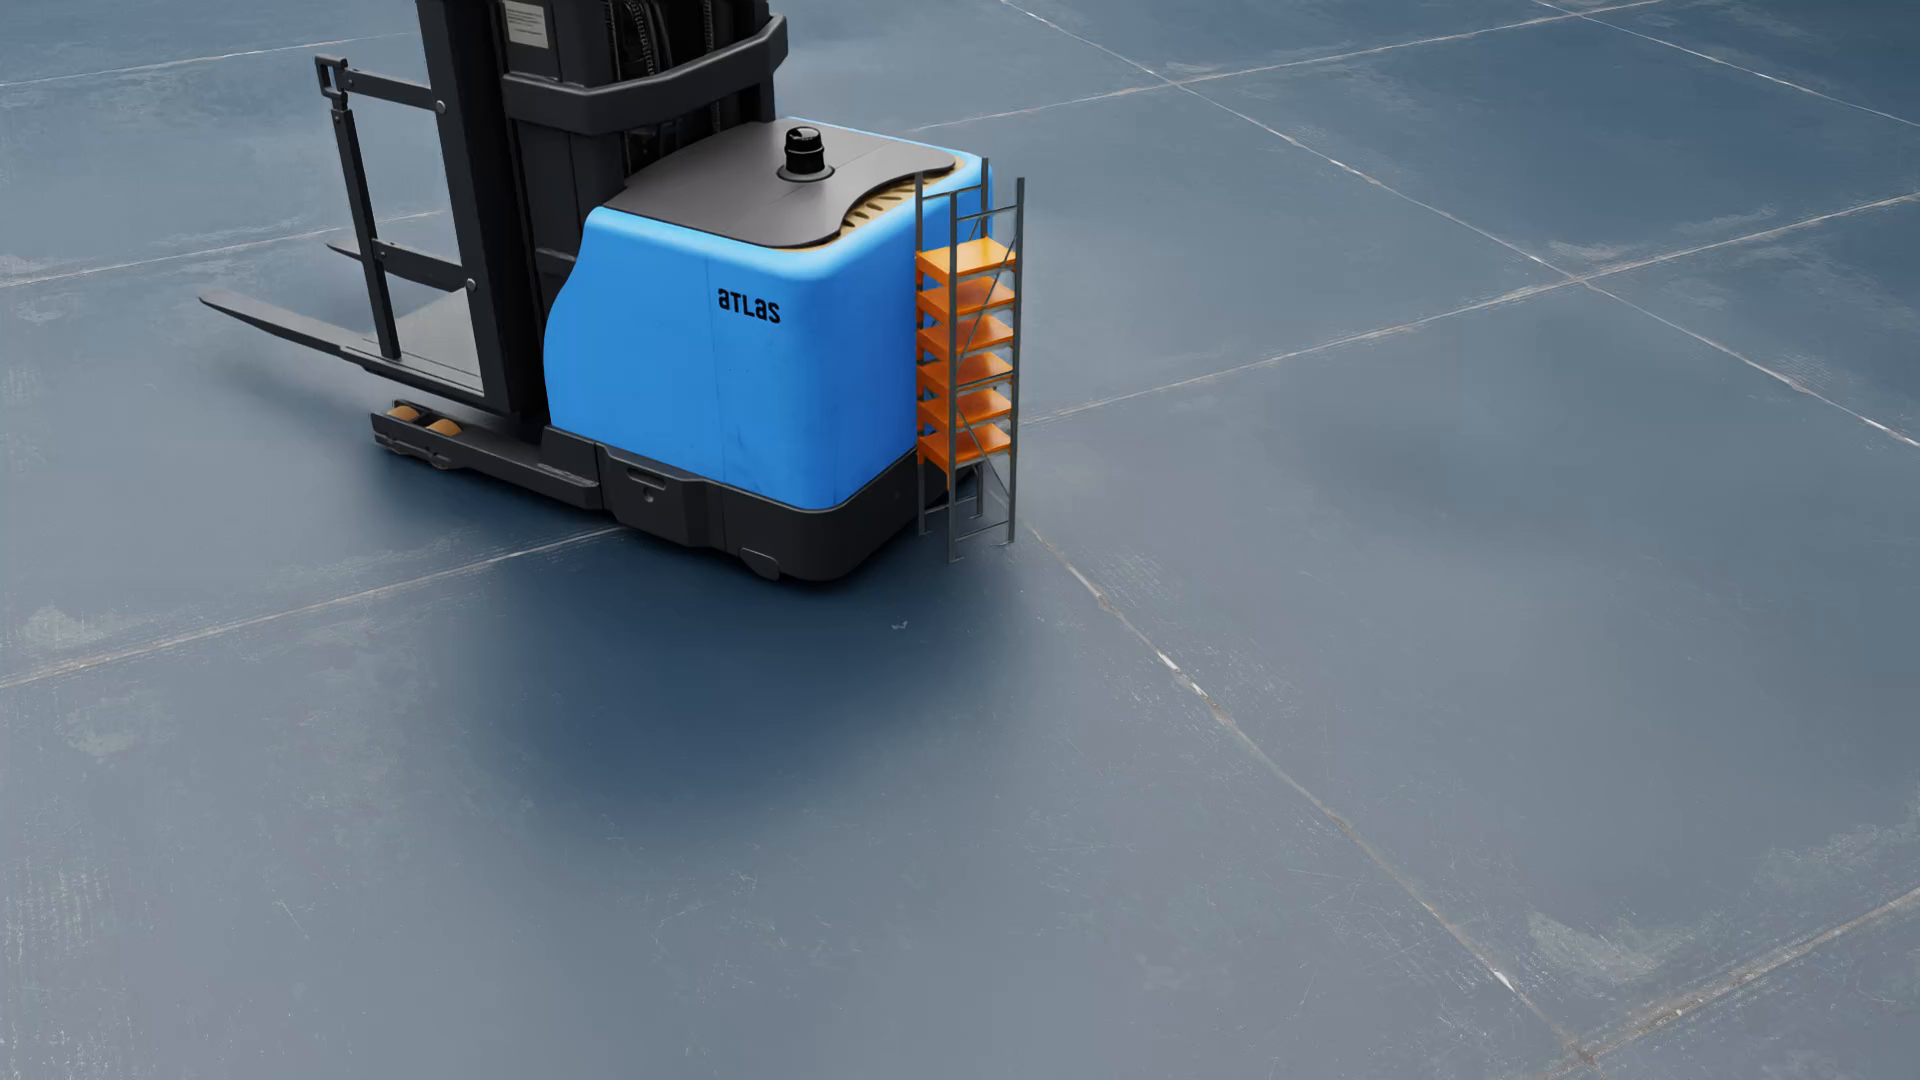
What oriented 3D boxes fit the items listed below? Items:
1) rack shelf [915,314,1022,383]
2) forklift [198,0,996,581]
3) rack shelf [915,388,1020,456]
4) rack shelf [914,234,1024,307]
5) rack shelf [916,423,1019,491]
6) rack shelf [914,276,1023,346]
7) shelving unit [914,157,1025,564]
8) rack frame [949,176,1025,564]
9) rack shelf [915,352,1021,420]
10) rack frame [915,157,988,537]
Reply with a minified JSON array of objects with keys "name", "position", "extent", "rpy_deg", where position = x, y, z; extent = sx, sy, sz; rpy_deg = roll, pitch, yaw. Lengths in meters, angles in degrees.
[{"name":"rack shelf","position":[0.023,-0.571,4.886],"extent":[0.258,0.103,0.180],"rpy_deg":[-18,37,-27]},{"name":"forklift","position":[-1.408,-1.695,5.179],"extent":[3.031,2.935,1.130],"rpy_deg":[18,37,26]},{"name":"rack shelf","position":[0.022,-0.368,5.016],"extent":[0.258,0.103,0.180],"rpy_deg":[-18,37,-27]},{"name":"rack shelf","position":[0.025,-0.773,4.757],"extent":[0.258,0.103,0.180],"rpy_deg":[-18,37,-27]},{"name":"rack shelf","position":[0.021,-0.267,5.080],"extent":[0.258,0.103,0.180],"rpy_deg":[-18,37,-27]},{"name":"rack shelf","position":[0.024,-0.672,4.822],"extent":[0.258,0.103,0.180],"rpy_deg":[-18,37,-27]},{"name":"shelving unit","position":[0.023,-0.507,4.927],"extent":[0.258,1.200,0.189],"rpy_deg":[-18,37,-27]},{"name":"rack frame","position":[0.072,-0.465,4.862],"extent":[0.240,1.200,0.006],"rpy_deg":[-18,37,-27]},{"name":"rack shelf","position":[0.023,-0.469,4.951],"extent":[0.258,0.103,0.180],"rpy_deg":[-18,37,-27]},{"name":"rack frame","position":[-0.026,-0.549,4.992],"extent":[0.240,1.200,0.006],"rpy_deg":[-18,37,-27]}]
